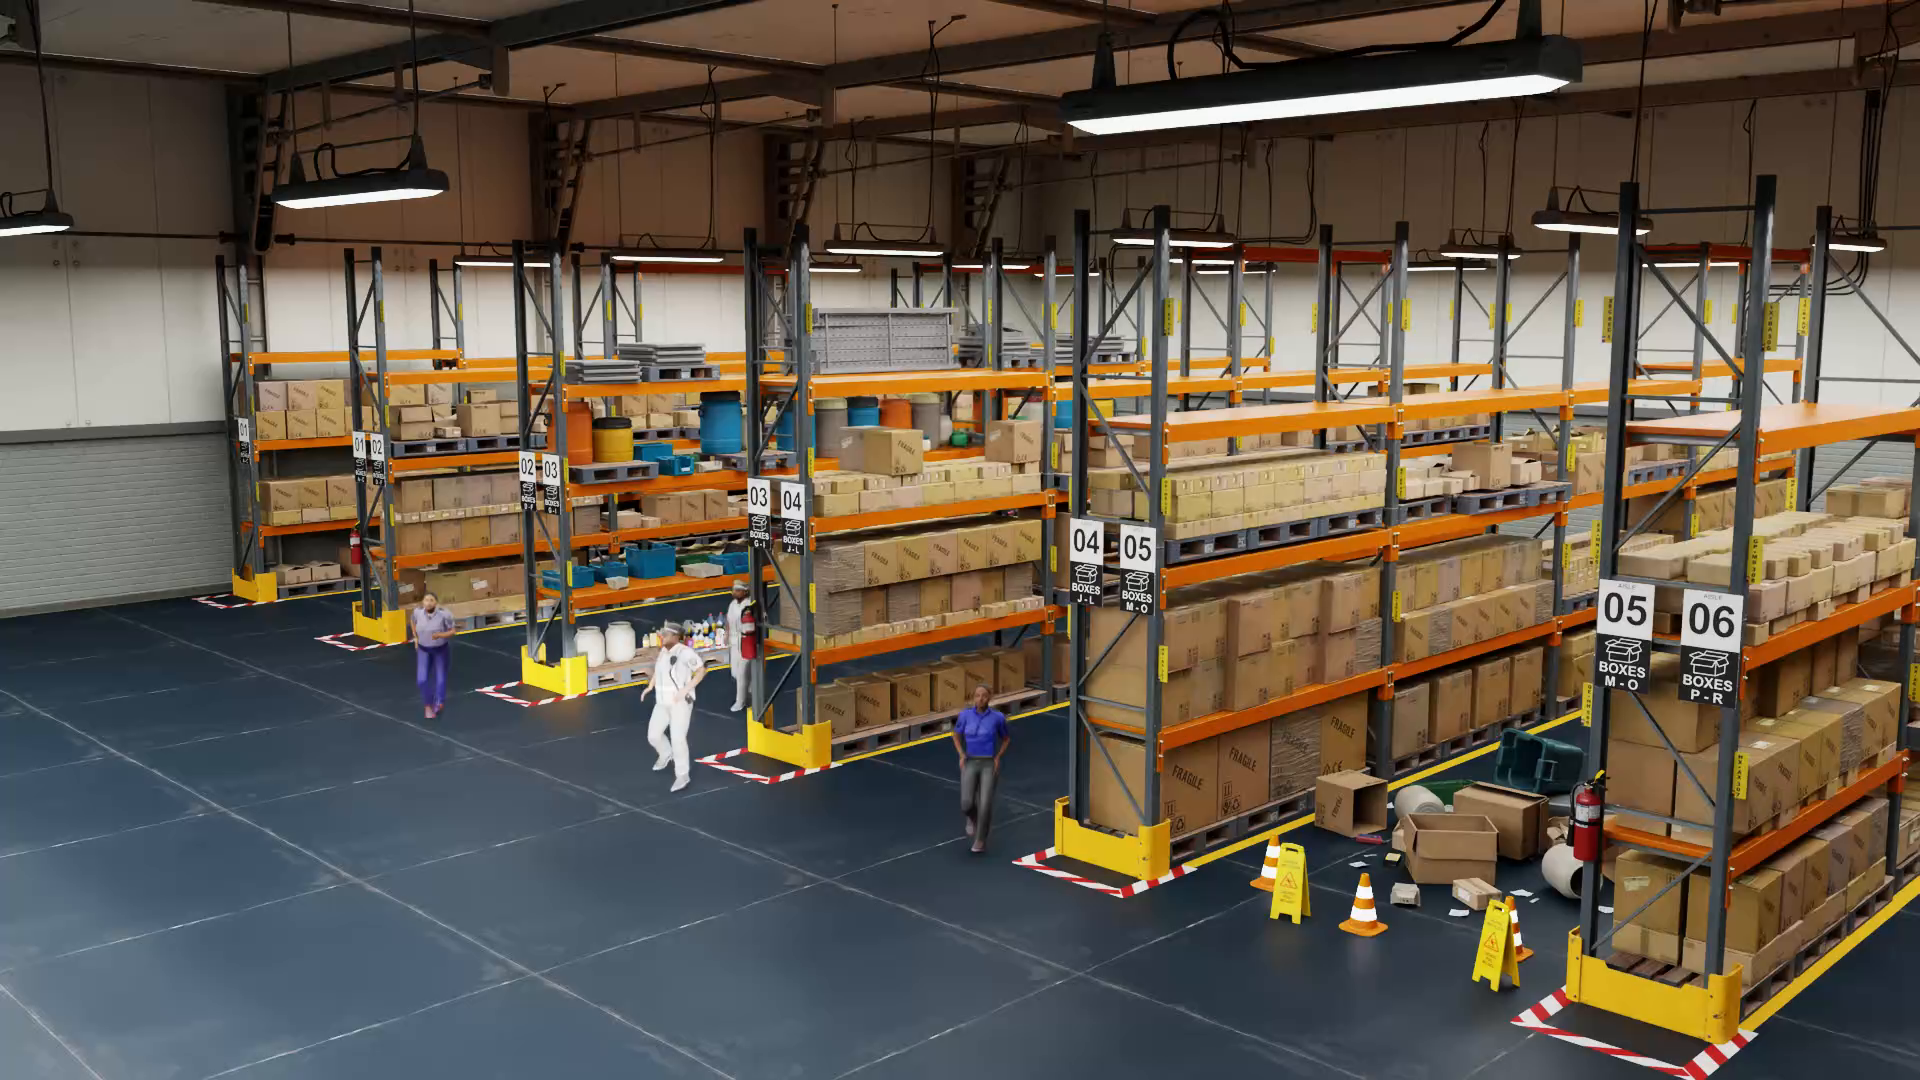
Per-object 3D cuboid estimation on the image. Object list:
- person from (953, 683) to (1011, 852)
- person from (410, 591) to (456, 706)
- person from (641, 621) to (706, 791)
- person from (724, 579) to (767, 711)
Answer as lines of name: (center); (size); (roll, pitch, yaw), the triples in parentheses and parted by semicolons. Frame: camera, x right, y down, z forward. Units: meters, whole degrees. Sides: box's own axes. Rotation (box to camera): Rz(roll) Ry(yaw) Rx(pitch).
person: (0.203, 2.147, 15.781); (0.555, 1.609, 0.549); (1, 8, 5)
person: (-6.580, 1.372, 20.788); (0.564, 1.513, 0.747); (-2, 8, -12)
person: (-3.176, 1.750, 18.039); (0.845, 1.744, 0.741); (5, 9, 31)
person: (-2.746, 1.324, 21.454); (0.583, 1.688, 0.684); (4, 9, 27)
